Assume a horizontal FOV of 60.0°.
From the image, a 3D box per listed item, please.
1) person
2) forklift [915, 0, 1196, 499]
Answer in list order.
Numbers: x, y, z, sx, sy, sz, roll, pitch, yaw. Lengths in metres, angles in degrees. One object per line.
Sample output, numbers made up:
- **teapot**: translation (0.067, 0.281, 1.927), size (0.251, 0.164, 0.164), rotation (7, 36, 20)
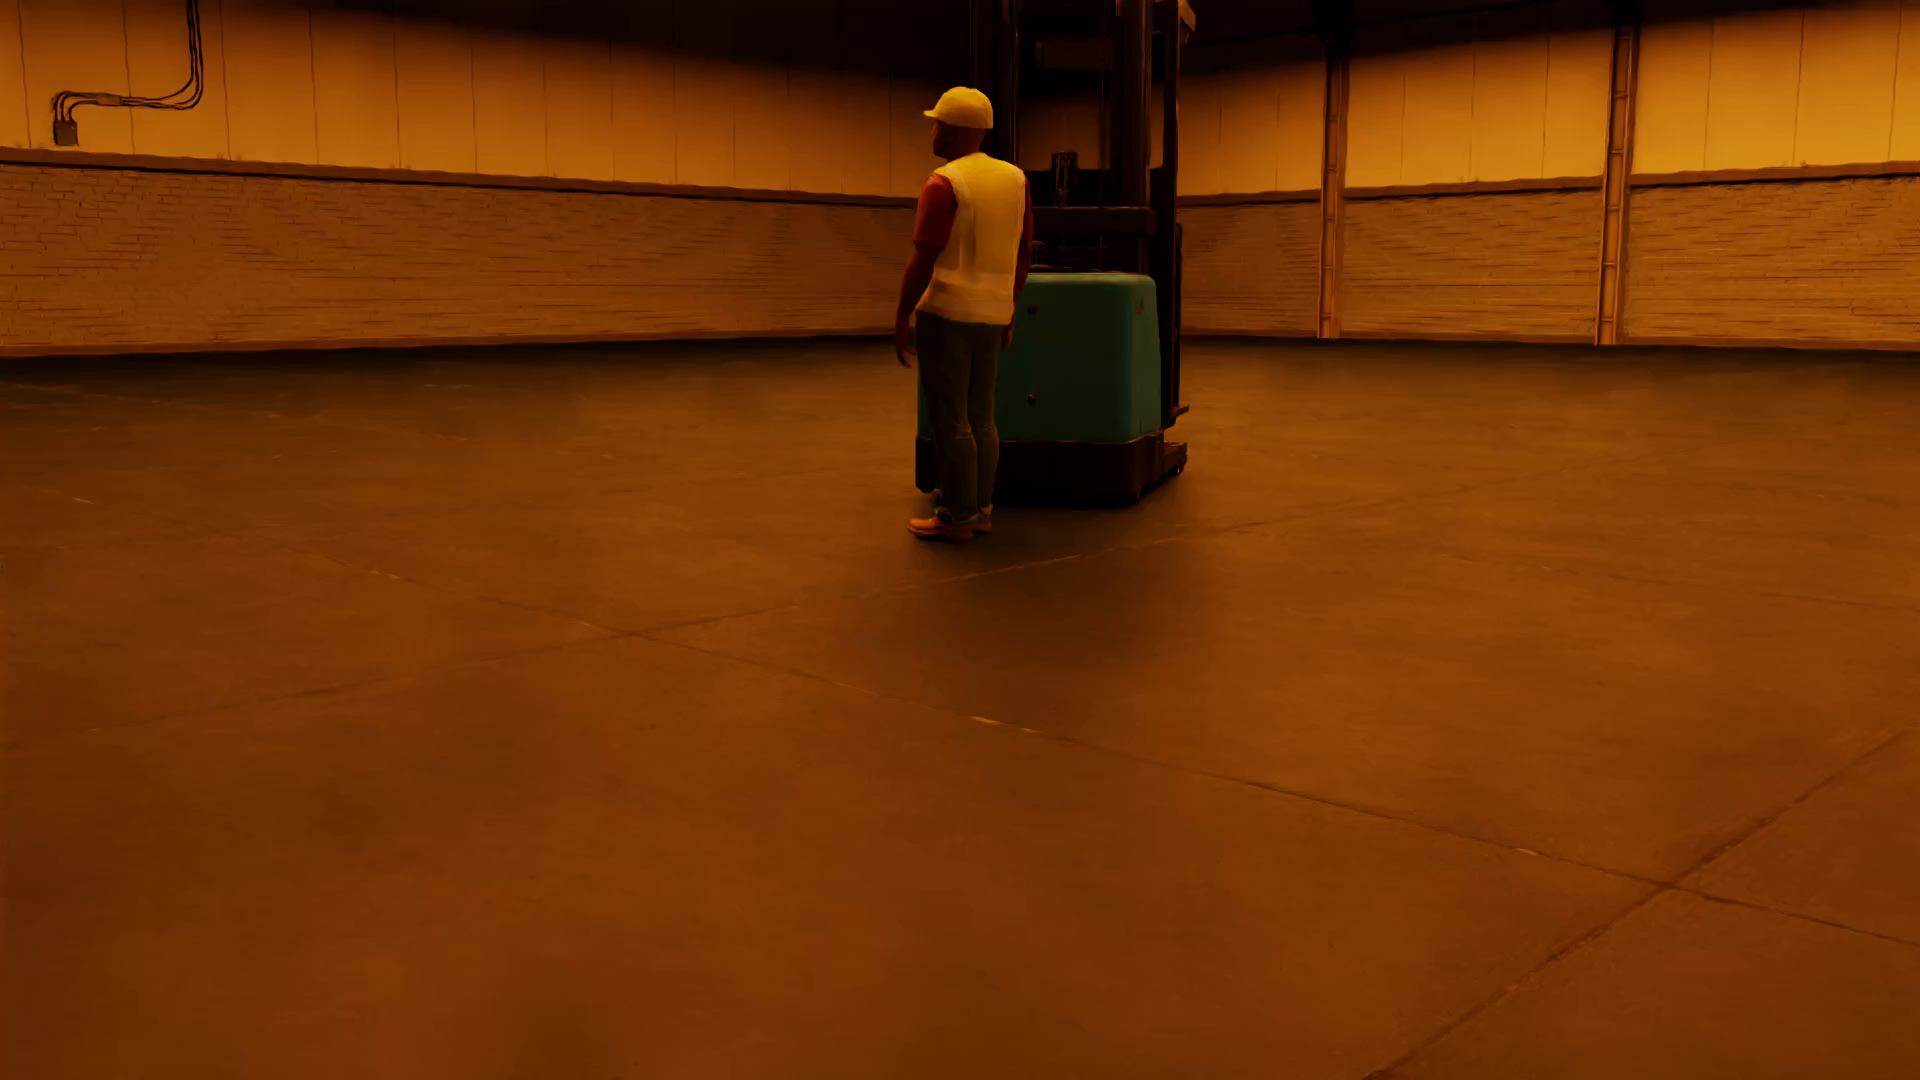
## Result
- **person**: translation (-0.046, -0.888, 6.636), size (0.576, 1.766, 0.665), rotation (8, 12, 43)
- **forklift**: translation (0.655, -1.821, 8.969), size (1.130, 2.935, 3.031), rotation (2, 9, 15)
